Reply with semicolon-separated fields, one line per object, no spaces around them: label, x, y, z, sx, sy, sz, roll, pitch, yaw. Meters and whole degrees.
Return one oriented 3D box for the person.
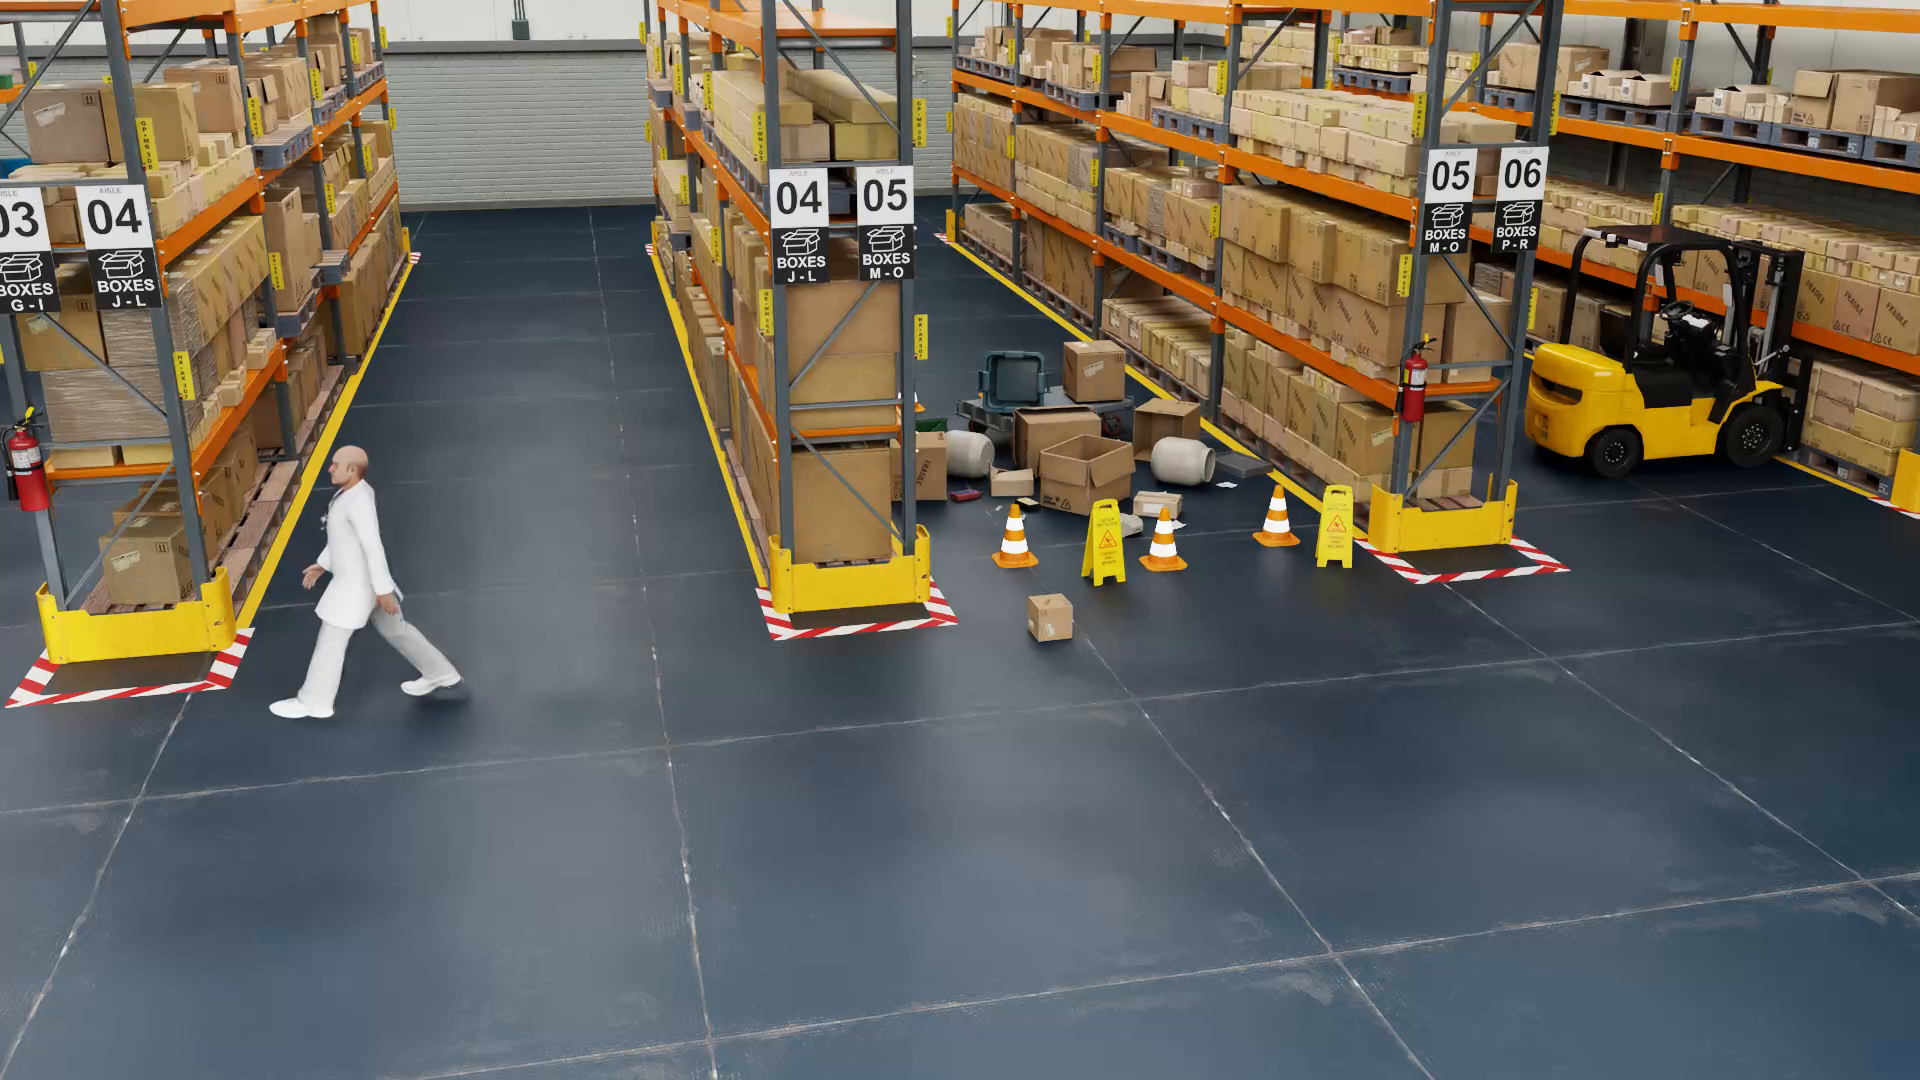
person;-3.787;0.249;10.378;1.147;1.725;0.564;-5;20;-13
